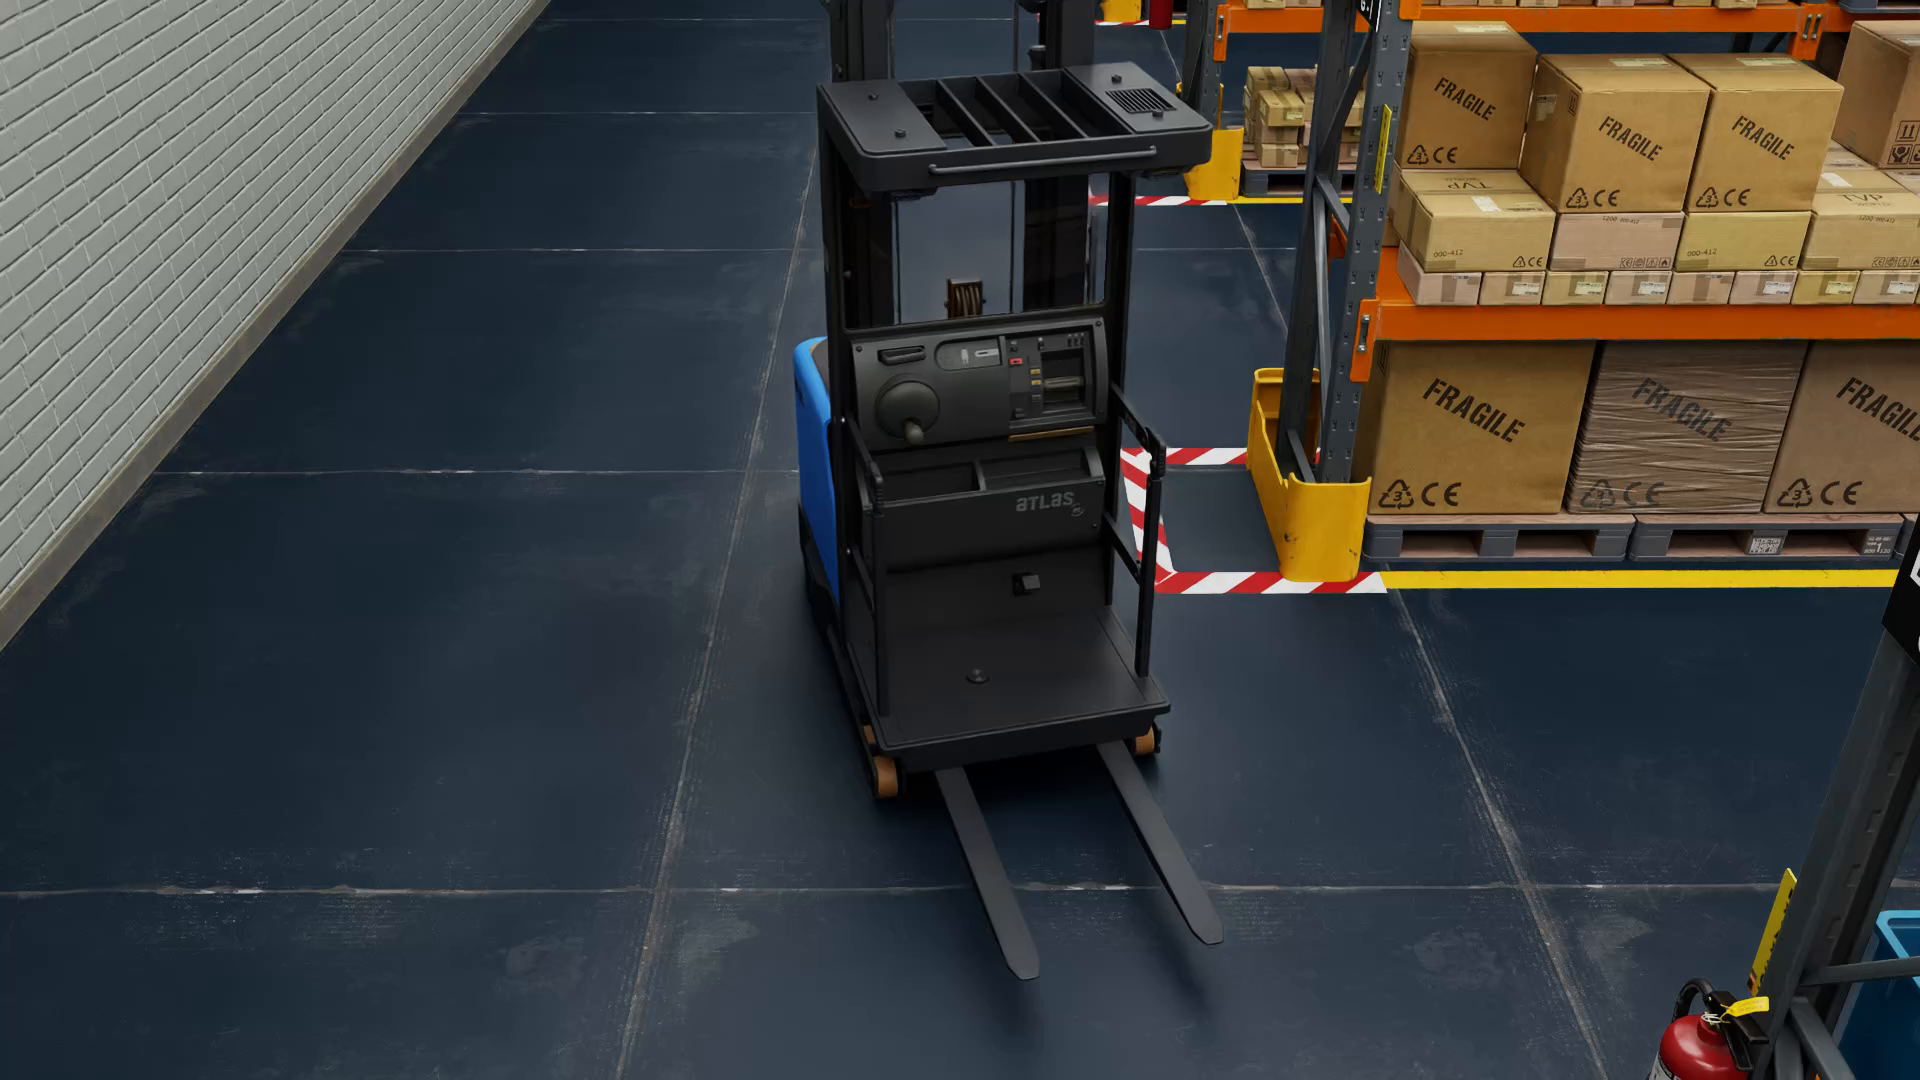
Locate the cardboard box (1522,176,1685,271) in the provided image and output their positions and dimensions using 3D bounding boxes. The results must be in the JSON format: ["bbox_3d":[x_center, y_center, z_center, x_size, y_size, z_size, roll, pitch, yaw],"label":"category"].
[{"bbox_3d":[2.640,-1.326,6.902,0.500,0.250,0.500,-1,31,-1],"label":"cardboard box"}]

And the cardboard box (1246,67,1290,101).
[{"bbox_3d":[2.237,-3.318,12.097,0.250,0.149,0.380,0,31,0],"label":"cardboard box"}]

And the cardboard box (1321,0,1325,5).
[{"bbox_3d":[2.559,-3.689,11.180,0.250,0.149,0.380,-1,31,-2],"label":"cardboard box"}]

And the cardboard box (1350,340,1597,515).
[{"bbox_3d":[2.278,-0.712,7.674,0.875,0.875,0.875,0,31,0],"label":"cardboard box"}]

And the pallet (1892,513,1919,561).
[{"bbox_3d":[4.877,-0.255,7.967,1.213,0.211,1.003,0,31,0],"label":"pallet"}]

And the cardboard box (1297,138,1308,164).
[{"bbox_3d":[2.497,-2.810,11.832,0.250,0.149,0.380,0,31,0],"label":"cardboard box"}]

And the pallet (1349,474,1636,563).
[{"bbox_3d":[2.437,-0.248,7.955,1.213,0.211,1.003,0,31,0],"label":"pallet"}]

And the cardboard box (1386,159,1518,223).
[{"bbox_3d":[2.121,-1.599,7.352,0.500,0.250,0.500,-1,31,-1],"label":"cardboard box"}]

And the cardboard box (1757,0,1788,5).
[{"bbox_3d":[5.425,-3.753,11.286,0.250,0.149,0.380,-1,31,-1],"label":"cardboard box"}]

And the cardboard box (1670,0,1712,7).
[{"bbox_3d":[4.901,-3.726,11.241,0.250,0.149,0.380,1,31,2],"label":"cardboard box"}]

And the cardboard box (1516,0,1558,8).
[{"bbox_3d":[3.862,-3.711,11.216,0.250,0.149,0.380,0,31,1],"label":"cardboard box"}]

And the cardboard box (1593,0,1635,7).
[{"bbox_3d":[4.371,-3.721,11.234,0.250,0.149,0.380,-1,31,-2],"label":"cardboard box"}]

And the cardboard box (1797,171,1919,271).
[{"bbox_3d":[3.664,-1.330,6.909,0.500,0.250,0.500,-1,31,-1],"label":"cardboard box"}]

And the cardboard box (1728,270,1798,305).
[{"bbox_3d":[3.281,-1.125,6.954,0.250,0.149,0.380,0,31,-1],"label":"cardboard box"}]

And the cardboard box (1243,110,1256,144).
[{"bbox_3d":[2.235,-3.040,12.213,0.250,0.149,0.380,0,31,1],"label":"cardboard box"}]

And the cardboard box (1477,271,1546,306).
[{"bbox_3d":[2.252,-1.121,6.948,0.250,0.149,0.380,-1,31,-1],"label":"cardboard box"}]

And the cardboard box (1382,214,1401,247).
[{"bbox_3d":[1.993,-1.461,7.509,0.250,0.149,0.380,0,31,1],"label":"cardboard box"}]

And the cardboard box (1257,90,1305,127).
[{"bbox_3d":[2.236,-3.010,11.590,0.250,0.149,0.380,-2,31,-3],"label":"cardboard box"}]

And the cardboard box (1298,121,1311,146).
[{"bbox_3d":[2.509,-2.898,11.691,0.250,0.149,0.380,0,31,-1],"label":"cardboard box"}]

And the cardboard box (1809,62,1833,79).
[{"bbox_3d":[6.448,-3.226,12.181,0.500,0.500,0.500,-1,31,-1],"label":"cardboard box"}]

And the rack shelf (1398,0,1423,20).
[{"bbox_3d":[3.638,-2.378,6.579,4.000,0.370,1.077,0,31,0],"label":"rack shelf"}]

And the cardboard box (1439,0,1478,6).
[{"bbox_3d":[3.336,-3.735,11.256,0.250,0.149,0.380,-1,31,-1],"label":"cardboard box"}]

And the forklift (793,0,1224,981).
[{"bbox_3d":[0.134,-0.516,5.775,1.130,2.935,3.031,-8,32,-12],"label":"forklift"}]

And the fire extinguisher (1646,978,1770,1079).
[{"bbox_3d":[1.515,1.130,3.431,0.183,0.674,0.296,0,31,0],"label":"fire extinguisher"}]

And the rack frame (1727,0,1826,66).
[{"bbox_3d":[5.709,-3.982,11.422,0.127,3.000,1.000,0,31,0],"label":"rack frame"}]

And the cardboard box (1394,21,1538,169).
[{"bbox_3d":[2.124,-1.918,7.155,0.500,0.500,0.500,0,31,0],"label":"cardboard box"}]

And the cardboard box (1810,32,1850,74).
[{"bbox_3d":[6.453,-3.547,11.987,0.500,0.250,0.500,-1,31,-2],"label":"cardboard box"}]

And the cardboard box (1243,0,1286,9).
[{"bbox_3d":[2.035,-3.694,11.188,0.250,0.149,0.380,0,31,-1],"label":"cardboard box"}]

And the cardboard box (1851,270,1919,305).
[{"bbox_3d":[3.796,-1.127,6.957,0.250,0.149,0.380,0,31,1],"label":"cardboard box"}]

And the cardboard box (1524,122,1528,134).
[{"bbox_3d":[4.084,-2.936,11.754,0.250,0.149,0.380,-2,31,-3],"label":"cardboard box"}]

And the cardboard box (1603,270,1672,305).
[{"bbox_3d":[2.769,-1.123,6.952,0.250,0.149,0.380,-1,31,-1],"label":"cardboard box"}]

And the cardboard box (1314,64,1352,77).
[{"bbox_3d":[2.747,-3.356,12.159,0.250,0.149,0.380,-1,31,-1],"label":"cardboard box"}]

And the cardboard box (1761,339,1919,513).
[{"bbox_3d":[4.078,-0.717,7.684,0.875,0.875,0.875,0,31,0],"label":"cardboard box"}]

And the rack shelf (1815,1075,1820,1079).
[{"bbox_3d":[3.668,1.474,3.123,4.000,0.370,1.077,0,31,0],"label":"rack shelf"}]

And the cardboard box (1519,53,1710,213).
[{"bbox_3d":[2.620,-1.644,6.702,0.500,0.500,0.500,-1,31,-1],"label":"cardboard box"}]

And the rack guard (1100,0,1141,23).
[{"bbox_3d":[1.555,-5.469,16.281,0.348,0.500,1.175,0,31,0],"label":"rack guard"}]

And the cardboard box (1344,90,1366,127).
[{"bbox_3d":[2.763,-3.008,11.586,0.250,0.149,0.380,0,31,0],"label":"cardboard box"}]

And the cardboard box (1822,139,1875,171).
[{"bbox_3d":[3.658,-1.606,7.363,0.500,0.250,0.500,0,31,0],"label":"cardboard box"}]

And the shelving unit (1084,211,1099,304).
[{"bbox_3d":[0.036,-0.835,7.679,1.048,1.500,0.538,-6,32,-10],"label":"shelving unit"}]

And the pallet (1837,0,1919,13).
[{"bbox_3d":[6.475,-3.827,11.351,1.213,0.211,1.003,0,31,0],"label":"pallet"}]

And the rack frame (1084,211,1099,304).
[{"bbox_3d":[0.535,-0.887,7.765,0.032,1.500,0.500,-6,32,-10],"label":"rack frame"}]

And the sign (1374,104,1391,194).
[{"bbox_3d":[1.636,-1.513,6.441,0.005,0.325,0.100,0,31,0],"label":"sign"}]

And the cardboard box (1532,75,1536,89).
[{"bbox_3d":[4.048,-3.293,12.055,0.250,0.149,0.380,-1,31,-2],"label":"cardboard box"}]

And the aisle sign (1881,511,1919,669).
[{"bbox_3d":[1.595,-0.091,2.502,0.004,0.787,0.394,0,31,0],"label":"aisle sign"}]

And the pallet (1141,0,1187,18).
[{"bbox_3d":[2.378,-5.388,16.427,1.213,0.211,1.003,0,31,0],"label":"pallet"}]

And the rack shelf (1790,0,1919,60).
[{"bbox_3d":[7.709,-3.681,11.619,4.000,0.370,1.077,0,31,0],"label":"rack shelf"}]
